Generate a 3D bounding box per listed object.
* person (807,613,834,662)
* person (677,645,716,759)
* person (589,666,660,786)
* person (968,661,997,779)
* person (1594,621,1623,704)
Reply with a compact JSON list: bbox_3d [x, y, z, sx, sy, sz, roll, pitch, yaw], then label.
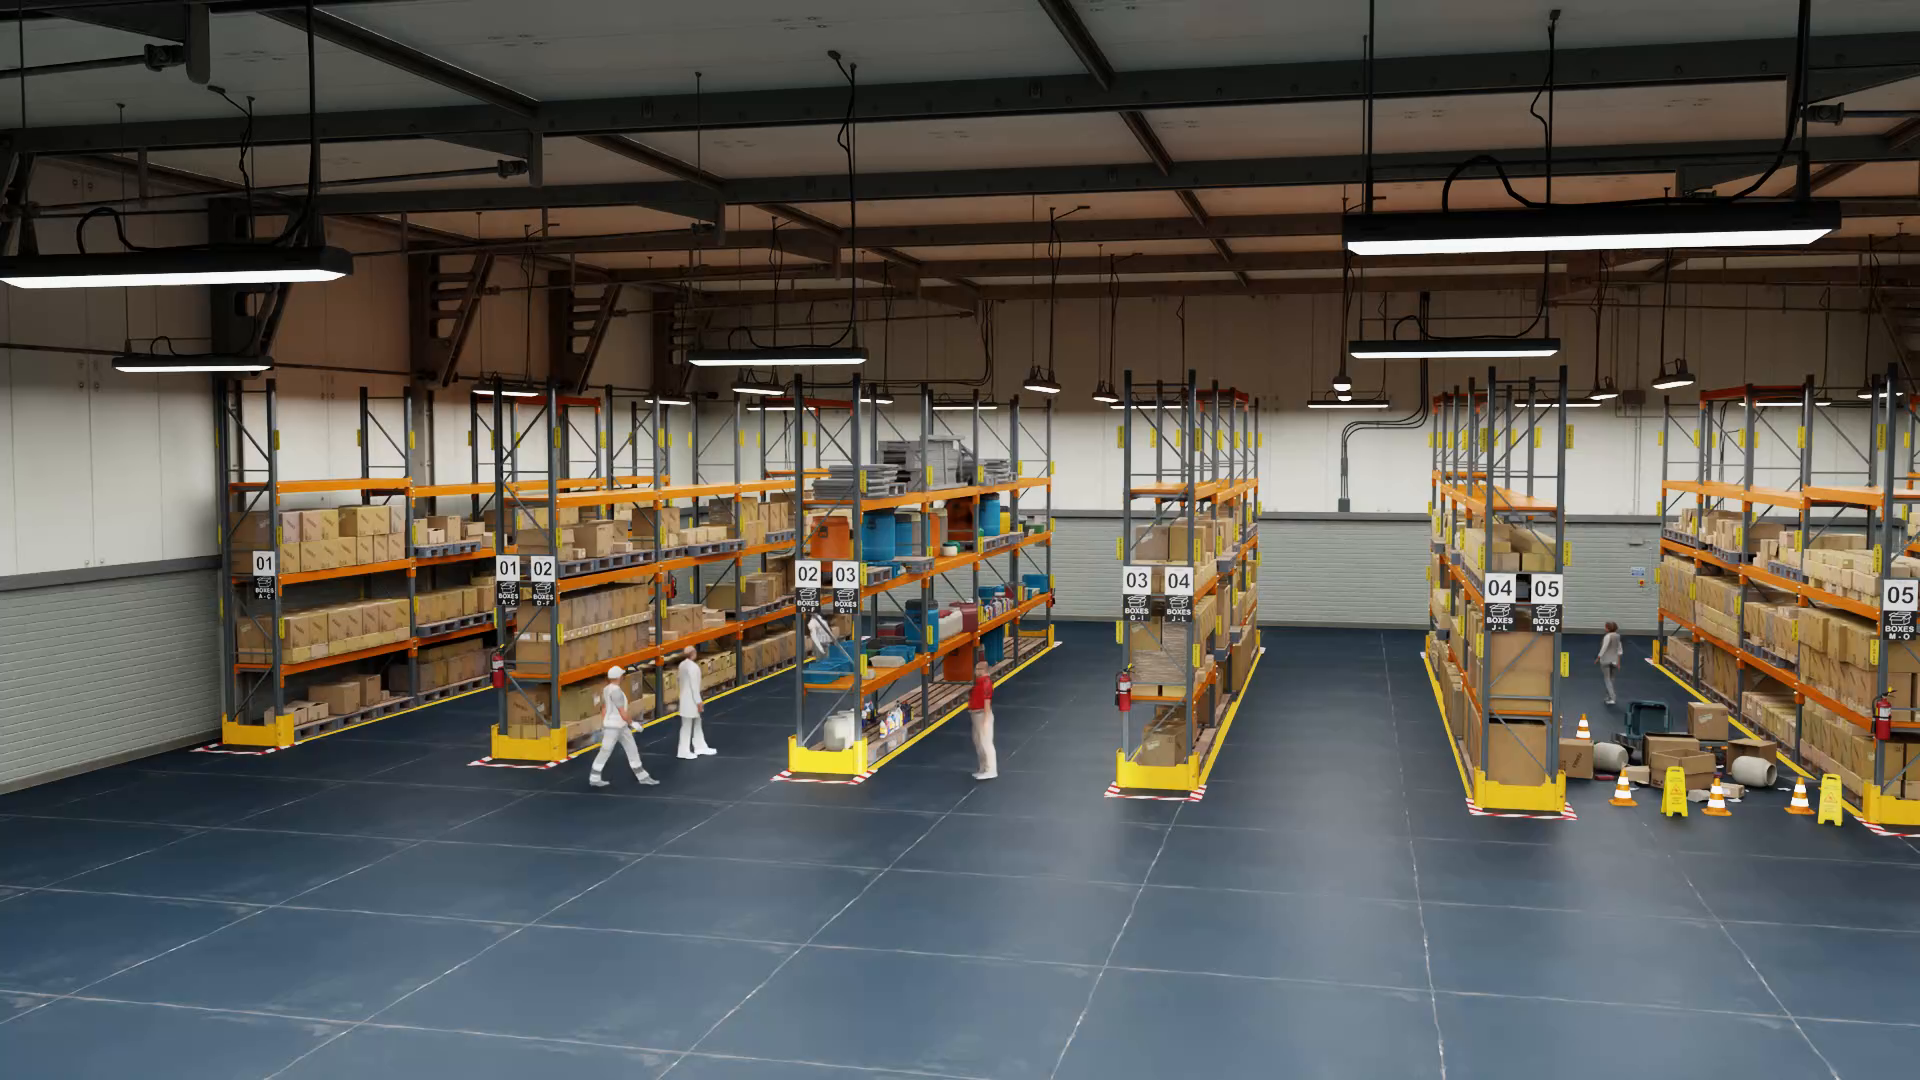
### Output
[{"bbox_3d":[-2.826,2.156,33.951,0.484,1.708,0.674,3,4,38],"label":"person"},{"bbox_3d":[-4.157,2.544,26.222,0.616,1.776,0.627,-1,3,-9],"label":"person"},{"bbox_3d":[-4.828,2.663,23.769,0.991,1.736,0.496,0,3,5],"label":"person"},{"bbox_3d":[0.325,2.675,24.618,0.409,1.768,0.671,-1,3,-11],"label":"person"},{"bbox_3d":[12.292,2.310,31.507,0.508,1.579,0.838,0,3,4],"label":"person"}]
